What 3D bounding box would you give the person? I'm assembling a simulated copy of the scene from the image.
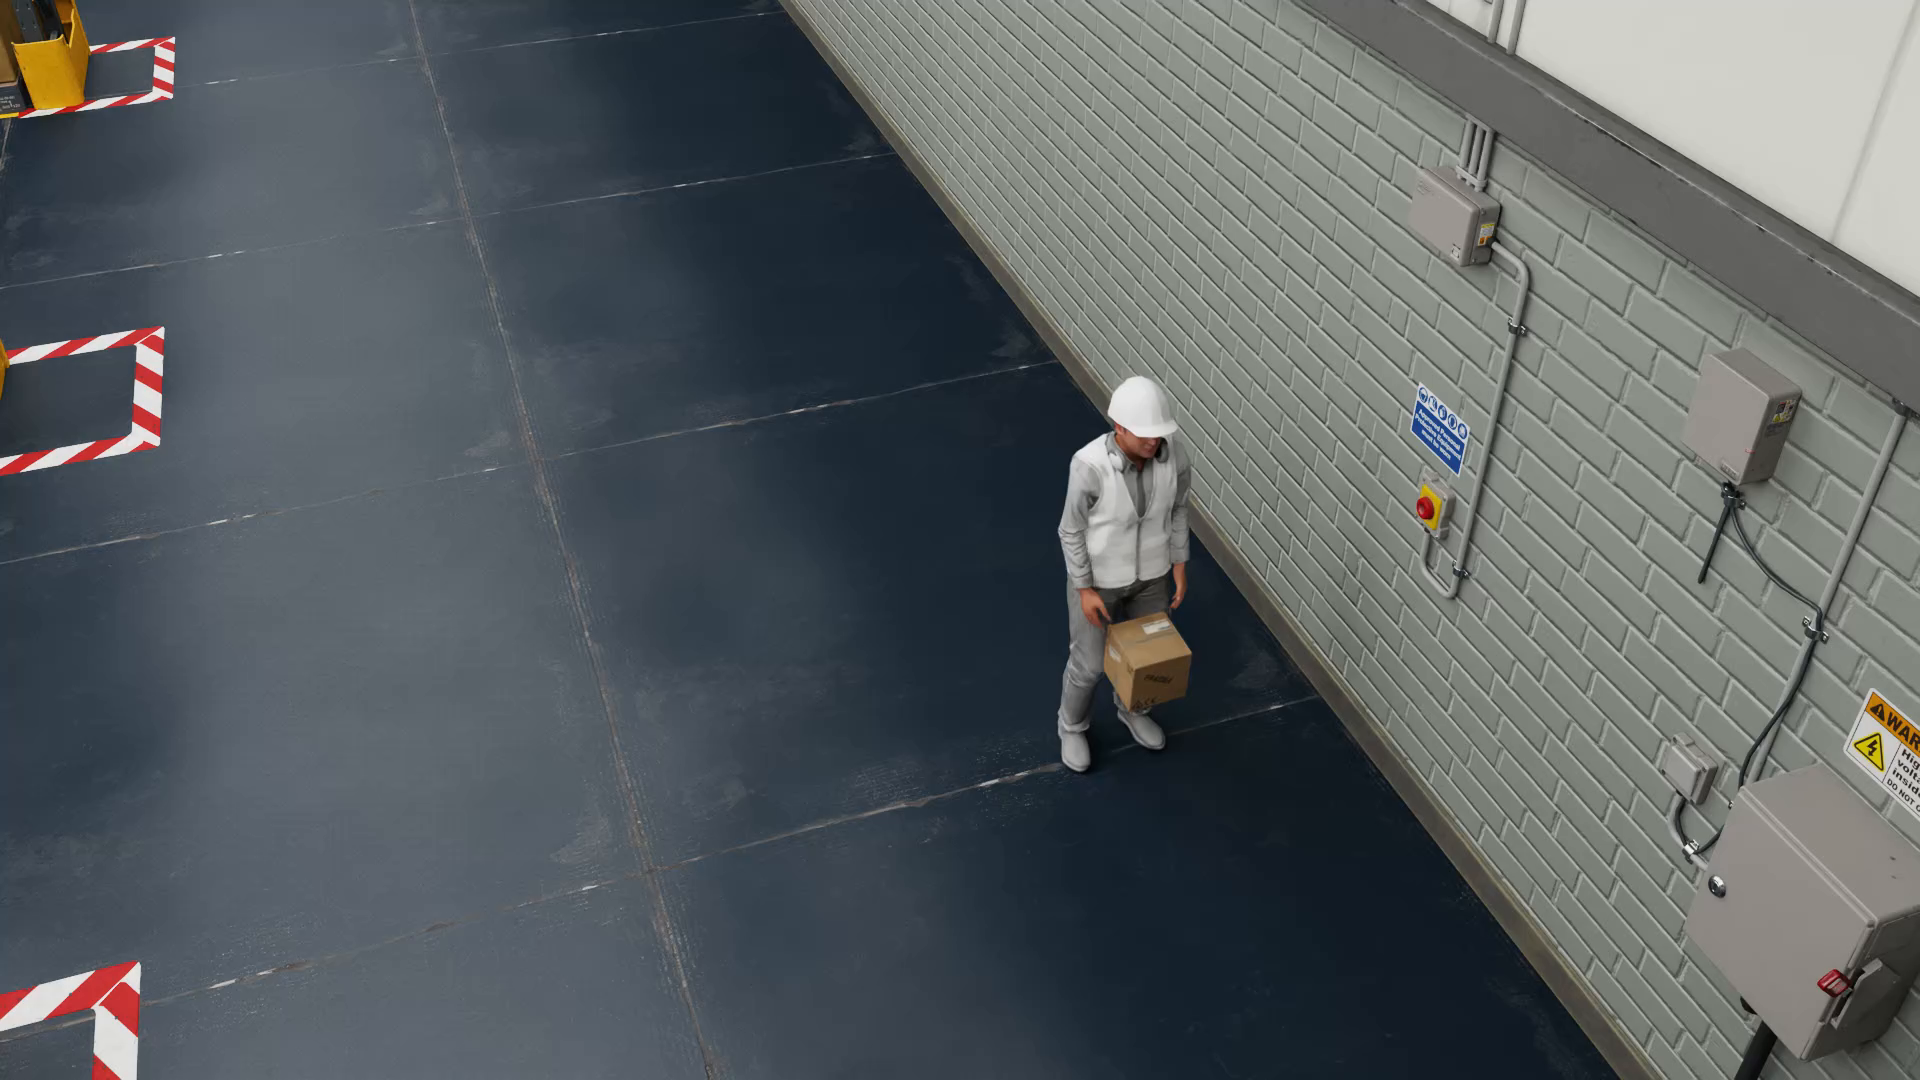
[{"bbox_3d":[0.642,0.111,6.613,0.555,1.777,0.423,-13,39,-17],"label":"person"}]
